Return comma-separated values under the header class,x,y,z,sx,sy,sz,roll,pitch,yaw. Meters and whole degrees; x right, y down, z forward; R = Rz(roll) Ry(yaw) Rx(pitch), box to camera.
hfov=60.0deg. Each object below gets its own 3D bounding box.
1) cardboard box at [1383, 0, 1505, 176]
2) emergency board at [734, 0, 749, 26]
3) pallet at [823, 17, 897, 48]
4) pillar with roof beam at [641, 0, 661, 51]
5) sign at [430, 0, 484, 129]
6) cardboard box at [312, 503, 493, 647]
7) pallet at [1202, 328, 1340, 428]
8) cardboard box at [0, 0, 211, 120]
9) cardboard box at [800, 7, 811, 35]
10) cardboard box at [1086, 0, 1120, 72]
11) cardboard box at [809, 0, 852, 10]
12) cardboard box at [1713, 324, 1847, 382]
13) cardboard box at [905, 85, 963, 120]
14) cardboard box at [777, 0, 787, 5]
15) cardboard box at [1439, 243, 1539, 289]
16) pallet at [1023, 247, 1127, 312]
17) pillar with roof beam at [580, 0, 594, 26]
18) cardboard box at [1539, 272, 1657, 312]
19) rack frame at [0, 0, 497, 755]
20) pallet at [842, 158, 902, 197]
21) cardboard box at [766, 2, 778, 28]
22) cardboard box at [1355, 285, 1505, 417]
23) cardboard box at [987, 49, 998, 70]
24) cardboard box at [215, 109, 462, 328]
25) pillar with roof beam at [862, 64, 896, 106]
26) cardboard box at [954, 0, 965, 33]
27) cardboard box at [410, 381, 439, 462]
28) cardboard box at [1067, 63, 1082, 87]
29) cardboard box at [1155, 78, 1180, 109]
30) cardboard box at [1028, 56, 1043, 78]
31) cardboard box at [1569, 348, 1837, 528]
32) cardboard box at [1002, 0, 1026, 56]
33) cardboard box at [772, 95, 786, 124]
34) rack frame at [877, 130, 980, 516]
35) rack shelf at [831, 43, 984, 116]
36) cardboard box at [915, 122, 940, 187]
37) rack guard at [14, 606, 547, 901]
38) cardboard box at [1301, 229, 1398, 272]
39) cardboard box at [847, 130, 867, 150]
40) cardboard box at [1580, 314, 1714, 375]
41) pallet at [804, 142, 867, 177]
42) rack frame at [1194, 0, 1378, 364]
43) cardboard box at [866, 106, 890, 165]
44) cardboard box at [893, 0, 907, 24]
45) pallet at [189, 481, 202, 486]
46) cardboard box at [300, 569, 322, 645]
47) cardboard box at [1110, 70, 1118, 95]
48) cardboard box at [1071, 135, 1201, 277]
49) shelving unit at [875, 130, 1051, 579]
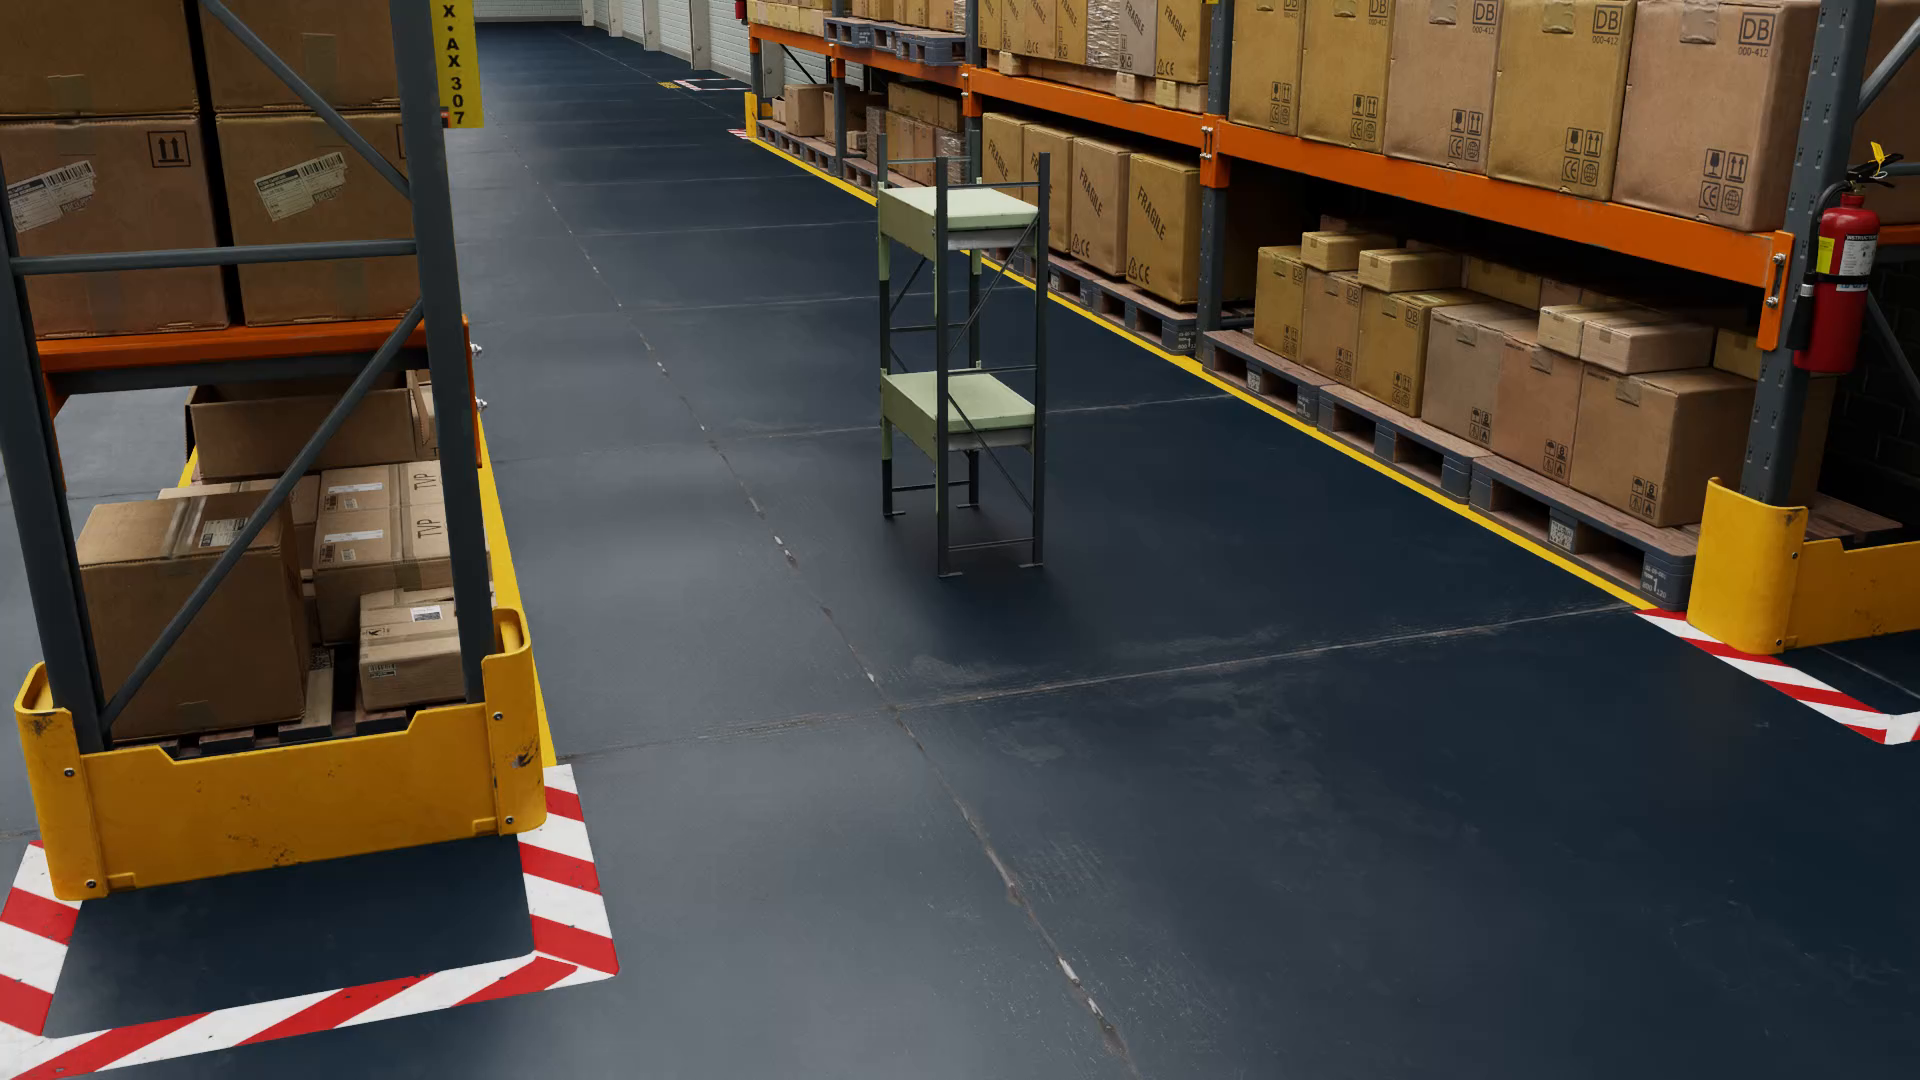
class,x,y,z,sx,sy,sz,roll,pitch,yaw
cardboard box,2.407,-1.939,6.934,0.980,0.700,0.700,-7,21,-20
emergency board,-3.567,-8.882,26.707,0.194,1.169,0.643,-6,21,-17
pallet,-0.623,-4.657,15.229,1.003,0.211,1.213,-6,21,-17
pillar with roof beam,-10.685,-14.301,32.921,9.100,9.000,0.400,-6,21,-17
sign,-1.140,-1.095,3.747,0.100,0.325,0.005,-6,21,-17
cardboard box,-1.714,0.092,5.140,0.500,0.250,0.500,-6,21,-17
pallet,1.954,-0.876,8.544,1.003,0.211,1.213,-6,21,-17
cardboard box,-2.056,-1.261,3.863,0.500,0.500,0.500,-7,21,-18
cardboard box,-1.310,-5.228,16.726,0.500,0.250,0.500,-6,21,-17
cardboard box,1.085,-3.084,9.947,0.500,0.500,0.500,-6,21,-17
cardboard box,-1.167,-5.419,16.149,0.500,0.500,0.500,-6,21,-17
cardboard box,2.961,-0.679,5.987,0.380,0.149,0.250,-6,21,-17
cardboard box,-0.169,-3.850,14.635,0.500,0.250,0.500,-7,21,-19
cardboard box,-1.642,-5.908,17.510,0.500,0.500,0.500,-6,21,-16
cardboard box,2.400,-1.250,7.575,0.380,0.149,0.250,-6,21,-17
pallet,1.088,-1.760,11.005,1.003,0.211,1.213,-6,21,-17
pillar with roof beam,-14.457,-18.152,43.642,9.100,9.000,0.400,-6,21,-17
cardboard box,2.642,-1.003,6.890,0.380,0.149,0.250,-6,21,-16
rack frame,-1.655,-0.630,3.733,1.000,3.000,0.127,-6,21,-17
pallet,-0.479,-3.446,15.699,1.003,0.211,1.213,-6,21,-17
cardboard box,-1.799,-5.711,18.072,0.500,0.250,0.500,-7,21,-18
cardboard box,2.241,-0.885,7.519,0.700,0.500,0.500,-6,21,-16
cardboard box,0.416,-3.486,12.025,0.380,0.149,0.250,-7,21,-18
cardboard box,-1.544,-0.847,4.190,0.500,0.500,0.500,-6,21,-16
pillar with roof beam,-5.028,-8.525,16.839,9.100,9.000,0.400,-6,21,-17
cardboard box,0.375,-4.128,12.675,0.700,0.500,0.500,-9,22,-24
cardboard box,-2.228,-0.462,6.591,0.500,0.311,0.500,-6,21,-17
cardboard box,0.908,-2.994,10.658,0.380,0.149,0.250,-6,21,-17
cardboard box,1.313,-2.489,9.251,0.380,0.149,0.250,-6,21,-16
cardboard box,0.686,-3.242,11.347,0.380,0.149,0.250,-7,21,-18
cardboard box,2.732,-0.393,6.149,0.700,0.500,0.500,-6,21,-17
cardboard box,0.598,-3.569,11.298,0.500,0.500,0.500,-6,21,-15
cardboard box,-1.850,-5.002,19.232,0.500,0.311,0.500,-9,22,-23
rack frame,-0.117,-0.825,6.496,0.400,1.500,0.023,-6,21,-17
rack shelf,-0.096,-4.028,14.257,1.077,0.370,4.000,-6,21,-17
cardboard box,0.022,-3.315,14.255,0.700,0.500,0.500,-7,21,-17
rack guard,-1.679,0.522,4.223,1.175,0.500,0.348,-6,21,-17
cardboard box,1.862,-1.387,7.959,0.380,0.149,0.250,-6,21,-15
cardboard box,-0.922,-4.050,16.796,0.380,0.166,0.250,-9,22,-24
cardboard box,2.518,-0.720,6.100,0.380,0.149,0.250,-7,21,-18
pallet,-0.970,-3.908,16.984,1.003,0.211,1.213,-6,21,-17
rack frame,1.789,-2.441,8.775,1.000,3.000,0.127,-6,21,-17
cardboard box,-0.478,-3.804,15.618,0.700,0.500,0.500,-6,21,-15
cardboard box,-0.192,-4.707,14.286,0.700,0.500,0.500,-4,20,-10
pallet,-2.310,0.012,6.072,1.003,0.211,1.213,-6,21,-17
cardboard box,-2.101,0.209,4.939,0.380,0.166,0.250,-6,21,-17
cardboard box,1.121,-2.741,9.952,0.380,0.149,0.250,-6,21,-17
cardboard box,1.180,-2.107,10.403,0.750,0.750,0.750,-6,21,-16
shelving unit,-0.002,-0.708,6.169,0.431,1.500,0.755,-6,21,-17
